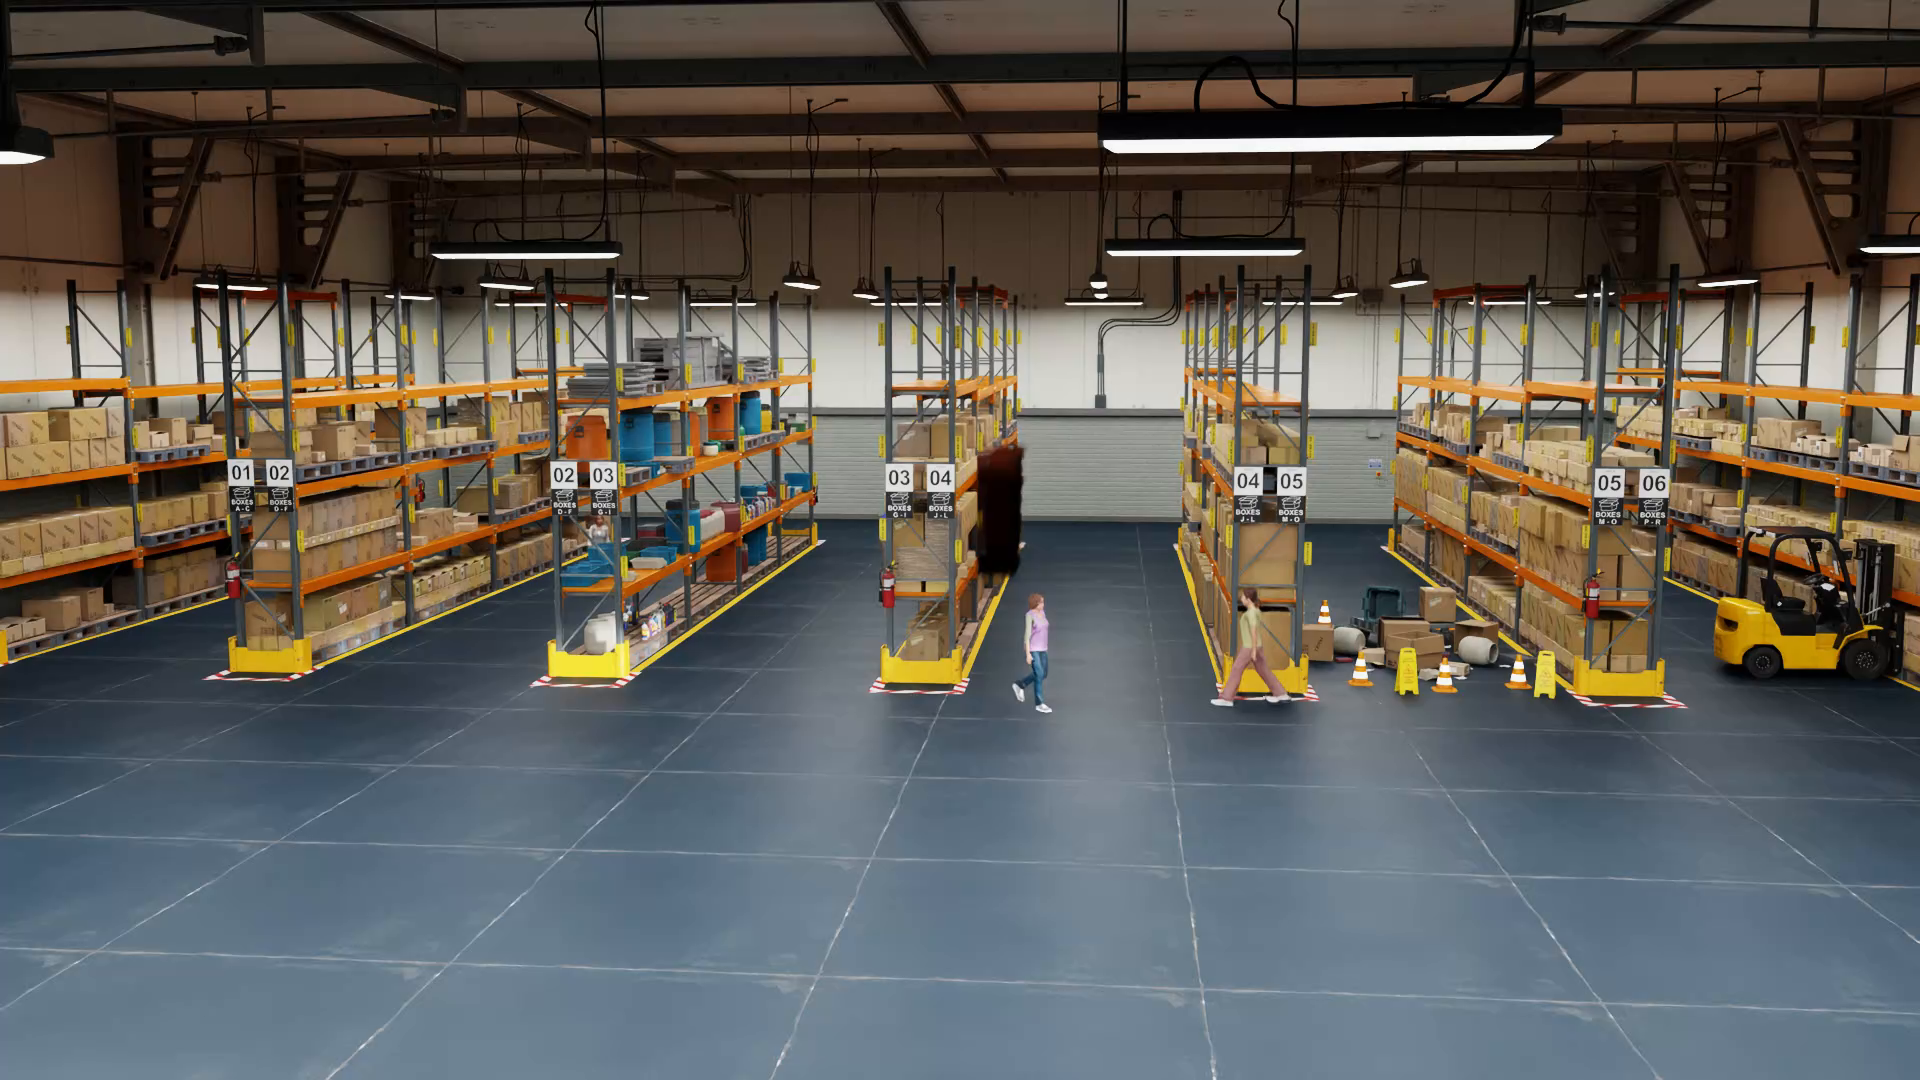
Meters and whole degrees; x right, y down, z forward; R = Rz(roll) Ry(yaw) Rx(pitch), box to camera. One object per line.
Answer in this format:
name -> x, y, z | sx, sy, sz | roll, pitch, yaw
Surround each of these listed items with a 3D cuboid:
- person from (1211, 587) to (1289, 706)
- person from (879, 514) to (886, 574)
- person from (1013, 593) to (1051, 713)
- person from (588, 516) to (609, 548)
person -> 3.959, 1.450, 22.612 | 1.046, 1.619, 0.469 | 2, 7, 12
person -> -1.434, 0.031, 34.288 | 0.496, 1.595, 1.033 | 0, 7, 2
person -> 1.002, 1.492, 22.417 | 0.704, 1.581, 0.471 | 5, 9, 36
person -> -7.115, 0.240, 32.740 | 0.398, 1.553, 0.868 | 0, 7, -4
